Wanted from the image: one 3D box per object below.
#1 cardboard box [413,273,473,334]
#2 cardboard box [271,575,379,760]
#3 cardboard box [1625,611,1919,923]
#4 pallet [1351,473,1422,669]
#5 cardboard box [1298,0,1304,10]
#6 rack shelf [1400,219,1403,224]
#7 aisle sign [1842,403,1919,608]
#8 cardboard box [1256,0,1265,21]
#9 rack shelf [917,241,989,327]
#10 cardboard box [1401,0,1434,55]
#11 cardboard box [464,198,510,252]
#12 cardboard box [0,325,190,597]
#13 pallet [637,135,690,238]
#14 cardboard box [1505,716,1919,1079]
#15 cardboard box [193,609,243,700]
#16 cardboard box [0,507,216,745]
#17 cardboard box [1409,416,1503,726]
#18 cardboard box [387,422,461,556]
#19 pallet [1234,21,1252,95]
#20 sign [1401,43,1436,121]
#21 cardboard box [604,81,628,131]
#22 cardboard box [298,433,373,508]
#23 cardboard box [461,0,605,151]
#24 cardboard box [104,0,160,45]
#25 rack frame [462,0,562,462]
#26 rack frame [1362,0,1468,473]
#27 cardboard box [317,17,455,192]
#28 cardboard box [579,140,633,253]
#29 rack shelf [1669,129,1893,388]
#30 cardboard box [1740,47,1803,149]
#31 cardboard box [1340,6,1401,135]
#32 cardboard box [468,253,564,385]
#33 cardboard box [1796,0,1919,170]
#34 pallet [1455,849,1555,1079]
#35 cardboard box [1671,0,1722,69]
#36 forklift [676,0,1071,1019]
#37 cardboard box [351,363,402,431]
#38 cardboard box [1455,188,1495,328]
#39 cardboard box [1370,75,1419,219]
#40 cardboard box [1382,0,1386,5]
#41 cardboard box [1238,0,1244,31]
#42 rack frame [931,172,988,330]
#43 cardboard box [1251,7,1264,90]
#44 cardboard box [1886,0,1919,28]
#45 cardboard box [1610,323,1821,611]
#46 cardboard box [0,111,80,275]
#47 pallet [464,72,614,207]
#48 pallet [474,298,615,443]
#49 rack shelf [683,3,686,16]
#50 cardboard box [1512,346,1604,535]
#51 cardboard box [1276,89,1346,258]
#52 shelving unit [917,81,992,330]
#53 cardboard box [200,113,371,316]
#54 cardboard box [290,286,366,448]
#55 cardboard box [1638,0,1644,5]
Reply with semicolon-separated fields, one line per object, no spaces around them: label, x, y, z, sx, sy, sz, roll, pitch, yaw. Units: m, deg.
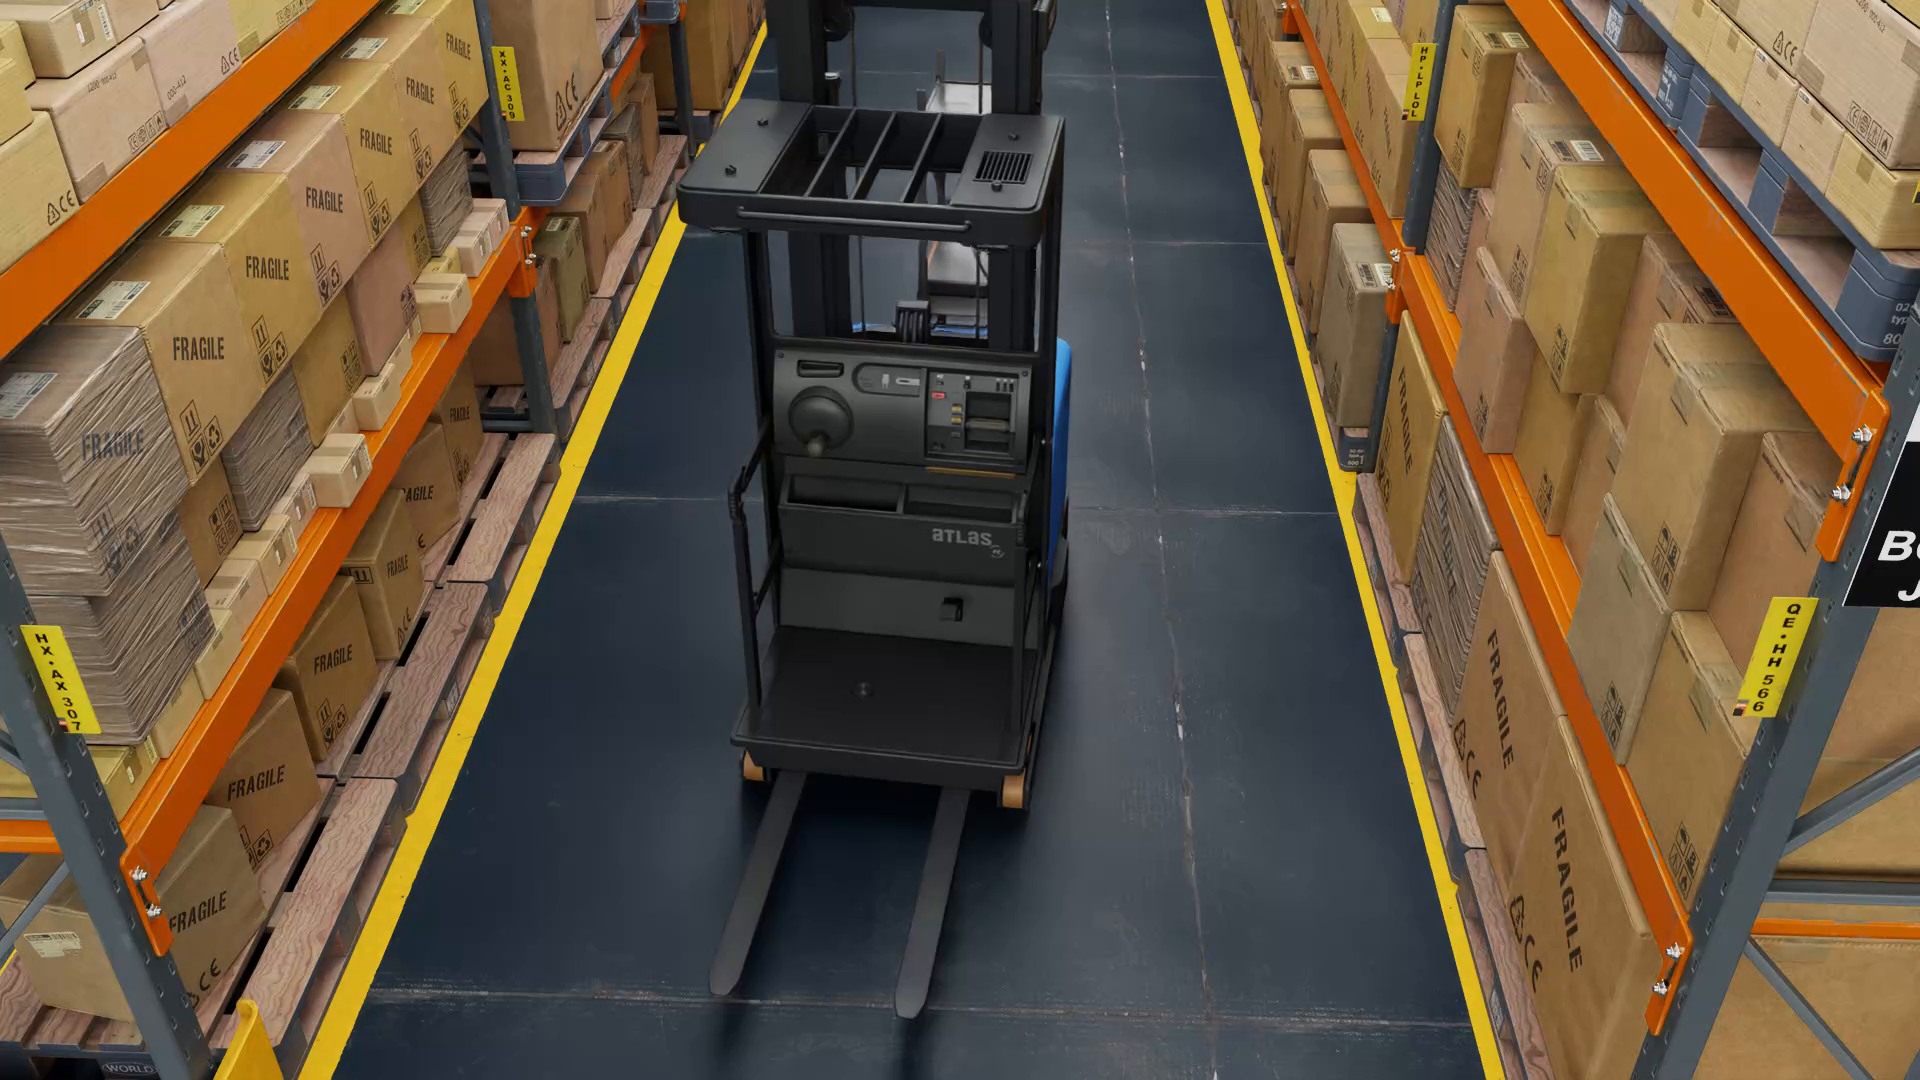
cardboard box;-2.204;-0.960;6.726;0.380;0.149;0.250;1;35;2
cardboard box;-2.586;0.462;6.292;0.500;0.500;0.500;4;35;6
cardboard box;2.260;0.570;4.200;0.875;0.550;0.550;1;35;2
pallet;2.343;0.124;7.391;1.003;0.211;1.213;1;35;2
cardboard box;2.324;-3.540;10.091;0.500;0.500;0.500;2;35;2
rack shelf;2.532;-2.387;8.994;0.919;0.124;3.809;1;35;2
aisle sign;1.988;-0.184;3.142;0.394;0.787;0.004;1;35;2
cardboard box;2.387;-3.896;11.841;0.500;0.250;0.500;2;35;3
rack shelf;0.063;-1.057;7.451;0.431;0.518;0.480;5;35;7
cardboard box;2.484;-2.483;7.718;0.700;0.500;0.500;1;35;1
cardboard box;-2.215;-1.392;7.340;0.380;0.149;0.250;1;35;2
cardboard box;-2.367;-0.208;4.222;0.500;0.500;0.500;1;35;2
pallet;-2.373;-2.333;10.887;1.003;0.211;1.213;1;35;2
cardboard box;2.252;1.152;4.985;0.875;0.875;0.875;2;35;2
cardboard box;-2.357;0.331;4.889;0.380;0.149;0.250;1;35;2
cardboard box;-2.612;0.195;4.518;0.875;0.500;0.500;1;35;2
cardboard box;2.324;0.123;6.449;0.875;0.875;0.875;2;35;2
cardboard box;-2.710;-0.194;5.714;1.144;2.239;2.984;12;37;17
pallet;2.697;-3.758;12.913;1.003;0.211;1.213;1;35;2
sign;1.909;-1.901;6.908;0.100;0.325;0.005;1;35;2
cardboard box;-2.348;-2.697;10.117;0.500;0.250;0.500;5;35;7
cardboard box;-2.254;-0.242;5.704;0.380;0.149;0.250;1;35;2
cardboard box;-2.329;-2.496;7.805;1.000;1.000;1.000;2;35;2
cardboard box;-2.329;-1.398;4.305;0.380;0.149;0.250;1;35;2
rack frame;-2.501;-1.625;7.454;1.000;3.000;0.127;1;35;2
rack frame;2.451;-1.452;7.208;1.000;3.000;0.127;1;35;2
cardboard box;-2.262;-1.645;6.266;0.500;0.500;0.500;1;35;2
cardboard box;-2.372;-2.050;9.850;0.700;0.500;0.500;4;35;6
rack shelf;2.371;-1.316;4.861;0.919;0.124;3.809;1;35;2
cardboard box;1.986;-0.983;3.697;0.380;0.149;0.250;2;35;3
cardboard box;2.246;-2.380;8.441;0.500;0.500;0.500;2;35;2
cardboard box;-2.454;-1.135;8.547;0.700;0.500;0.500;-1;35;-2
cardboard box;2.031;-0.942;3.293;0.500;0.250;0.500;2;35;3
pallet;2.245;1.525;5.396;1.003;0.211;1.213;1;35;2
cardboard box;2.006;-1.275;4.113;0.380;0.149;0.250;1;35;1
forklift;-0.245;-0.403;5.775;1.121;2.935;3.031;5;35;7
cardboard box;-2.290;-0.530;6.115;0.380;0.149;0.250;1;35;2
cardboard box;2.449;-0.985;6.412;0.875;0.550;0.550;1;35;2
cardboard box;2.205;-1.799;7.615;0.500;0.500;0.500;1;35;2
cardboard box;2.526;-3.064;8.544;0.700;0.500;0.500;1;35;1
cardboard box;2.451;-4.174;12.889;0.500;0.500;0.500;2;35;3
rack frame;0.027;-0.929;7.246;0.380;1.831;0.006;5;35;7
cardboard box;2.402;-3.582;12.047;0.500;0.500;0.500;3;35;4
cardboard box;1.965;-1.019;3.055;0.380;0.149;0.250;2;35;2
cardboard box;2.274;-0.188;4.339;0.875;0.550;0.550;1;35;2
cardboard box;-2.384;-0.764;3.750;0.500;0.250;0.500;2;35;3
pallet;-2.325;-1.982;8.129;1.003;0.211;1.213;1;35;2
pallet;-2.471;-0.932;8.892;1.003;0.211;1.213;1;35;2
rack shelf;-2.260;-4.778;12.565;1.077;0.370;4.000;1;35;2
cardboard box;2.389;-0.371;5.538;0.875;0.550;0.500;1;35;2
cardboard box;2.466;-2.152;9.794;1.050;0.750;0.750;2;35;3
shelving unit;5.841;-2.221;6.348;11.925;5.092;1.781;5;35;7
cardboard box;-2.307;-1.070;5.449;0.500;0.500;0.500;1;35;2
cardboard box;-2.609;-0.711;5.936;0.875;0.649;0.860;1;35;2
cardboard box;2.027;-1.567;4.528;0.380;0.149;0.250;2;35;2
